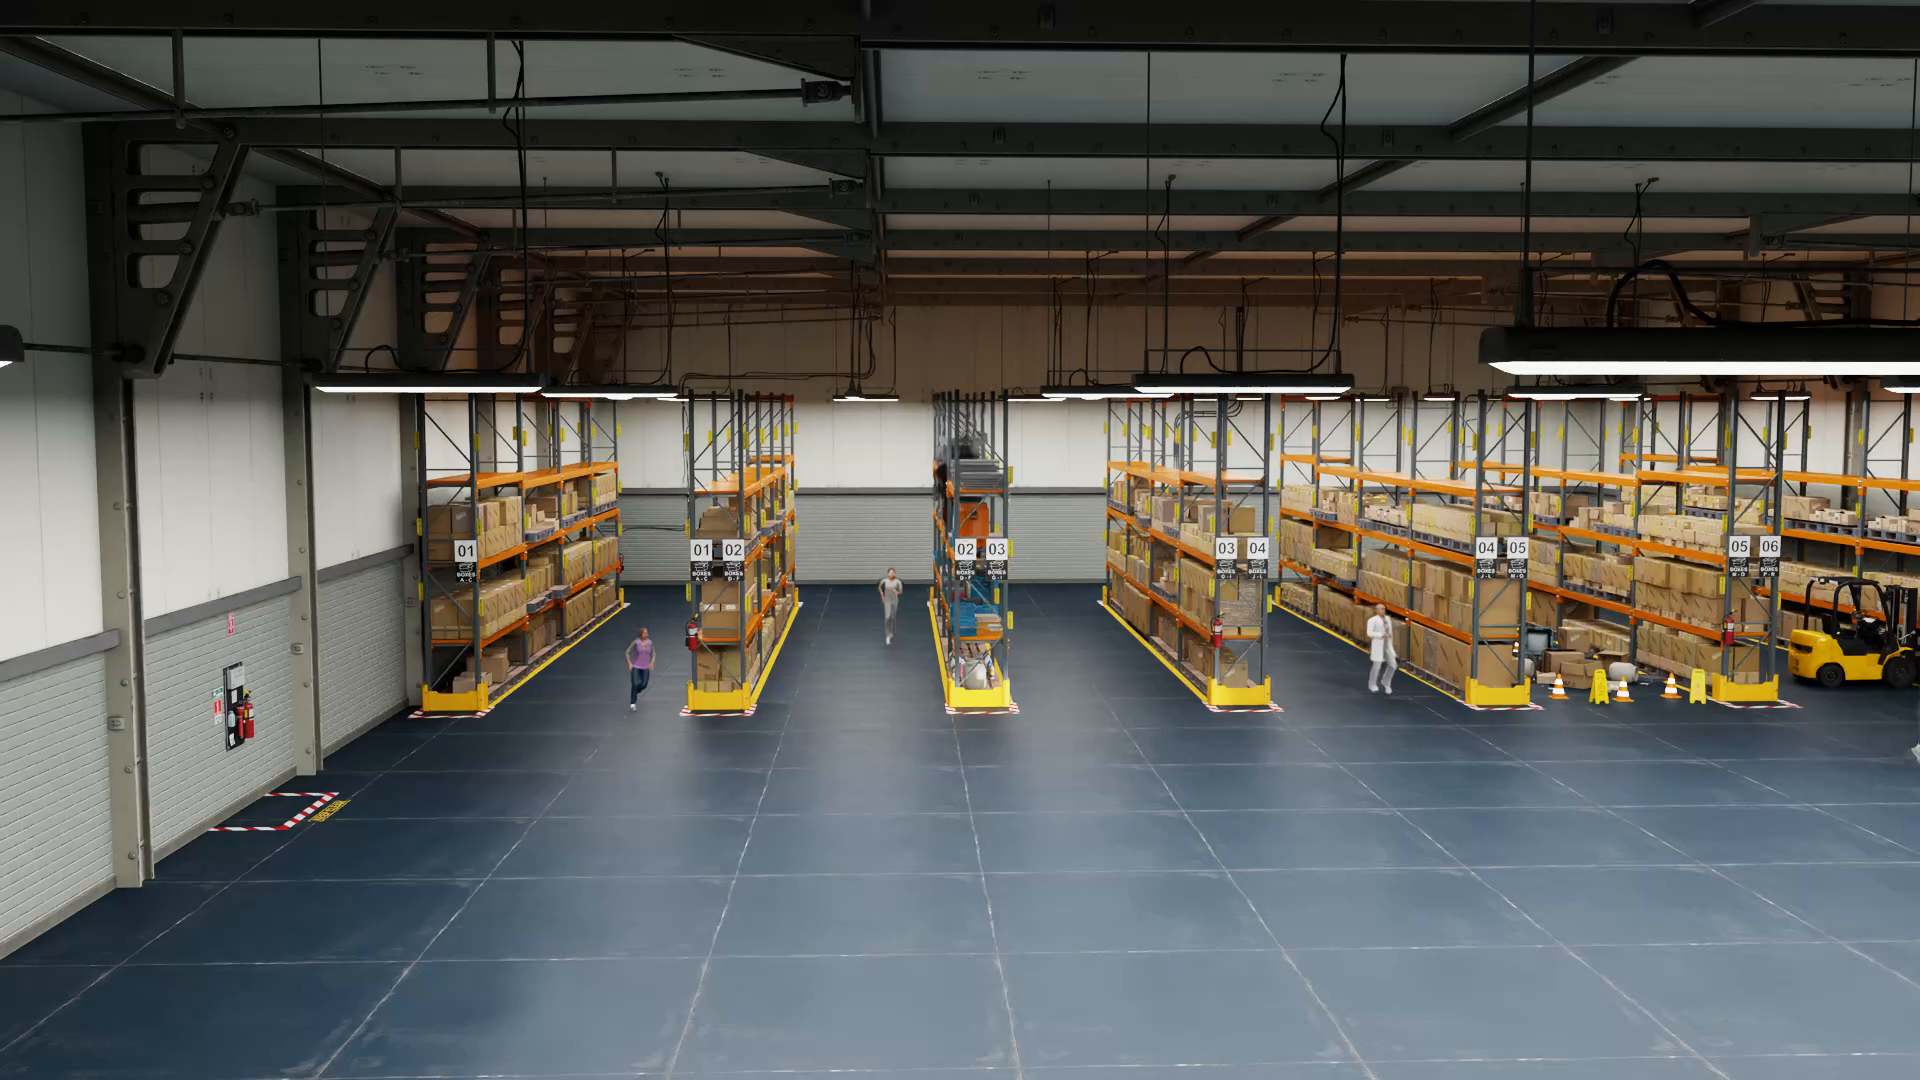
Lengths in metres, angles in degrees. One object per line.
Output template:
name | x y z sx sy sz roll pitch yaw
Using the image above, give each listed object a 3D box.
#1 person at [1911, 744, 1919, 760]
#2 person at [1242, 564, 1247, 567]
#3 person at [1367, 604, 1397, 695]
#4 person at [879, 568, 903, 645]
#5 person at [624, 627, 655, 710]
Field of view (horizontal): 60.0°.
person | 15.346 2.754 25.857 0.693 1.836 0.938 -4 6 -44
person | 7.915 1.032 46.604 0.668 1.789 0.987 1 5 7
person | 8.336 2.169 32.836 0.720 1.828 0.717 -2 5 -20
person | -1.601 1.518 38.638 0.545 1.757 0.750 -1 5 -10
person | -6.026 2.455 31.358 0.586 1.472 0.507 -2 5 -22
